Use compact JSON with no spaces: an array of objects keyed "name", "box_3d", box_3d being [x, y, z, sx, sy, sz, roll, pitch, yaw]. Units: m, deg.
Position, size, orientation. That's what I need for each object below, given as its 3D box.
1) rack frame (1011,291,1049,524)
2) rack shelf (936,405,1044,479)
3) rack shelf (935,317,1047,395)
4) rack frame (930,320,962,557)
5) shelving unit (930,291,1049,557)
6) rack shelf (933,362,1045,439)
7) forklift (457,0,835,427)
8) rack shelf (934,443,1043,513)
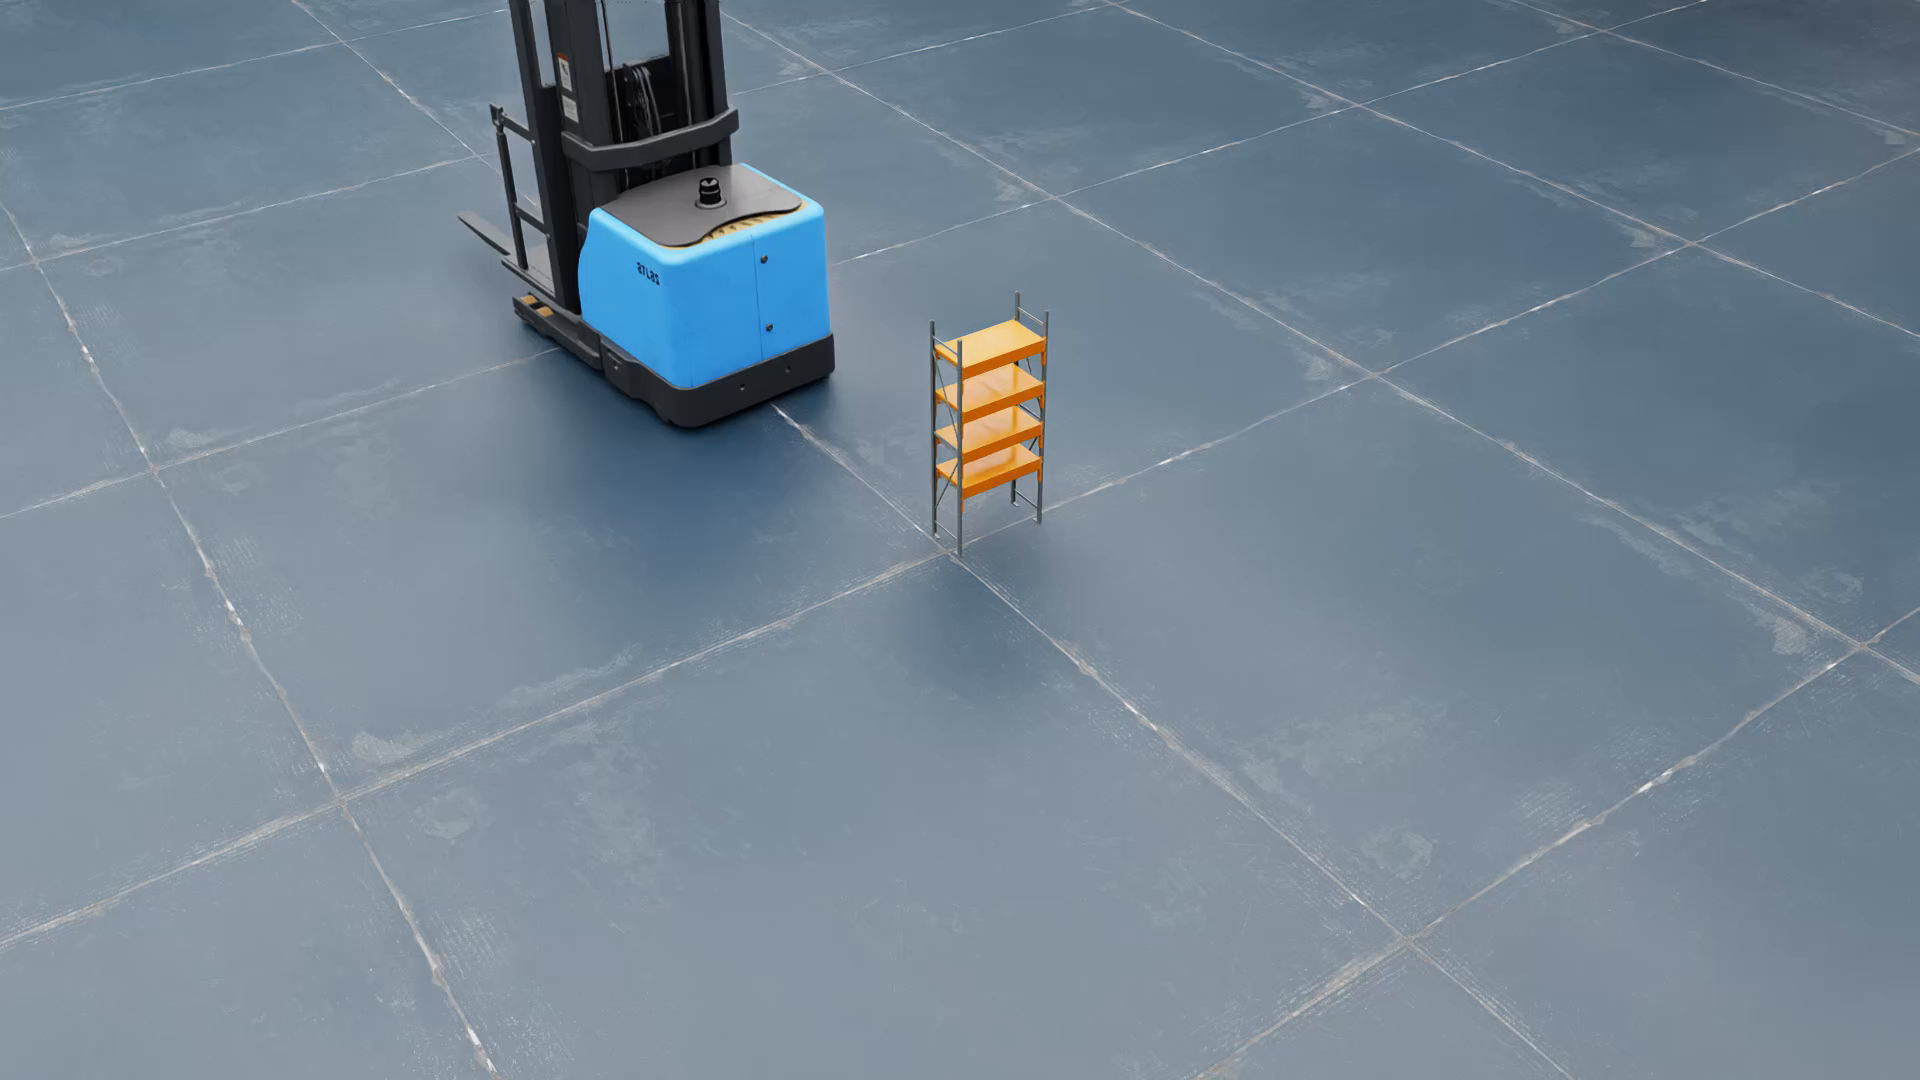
[{"name":"rack frame","box_3d":[0.335,-0.625,8.091,0.015,1.200,0.240,-22,41,-28]},{"name":"rack shelf","box_3d":[0.135,-0.488,8.016,0.480,0.148,0.258,-22,41,-28]},{"name":"rack shelf","box_3d":[0.135,-0.862,7.748,0.480,0.148,0.258,-22,41,-28]},{"name":"rack frame","box_3d":[-0.064,-0.461,7.863,0.015,1.200,0.240,-22,41,-28]},{"name":"shelving unit","box_3d":[0.135,-0.543,7.977,0.503,1.200,0.258,-22,41,-28]},{"name":"rack shelf","box_3d":[0.135,-0.670,7.886,0.480,0.148,0.258,-22,41,-28]},{"name":"forklift","box_3d":[-2.046,-2.586,9.335,1.130,2.935,3.031,-26,43,-32]},{"name":"rack shelf","box_3d":[0.135,-0.327,8.132,0.480,0.148,0.258,-22,41,-28]}]
